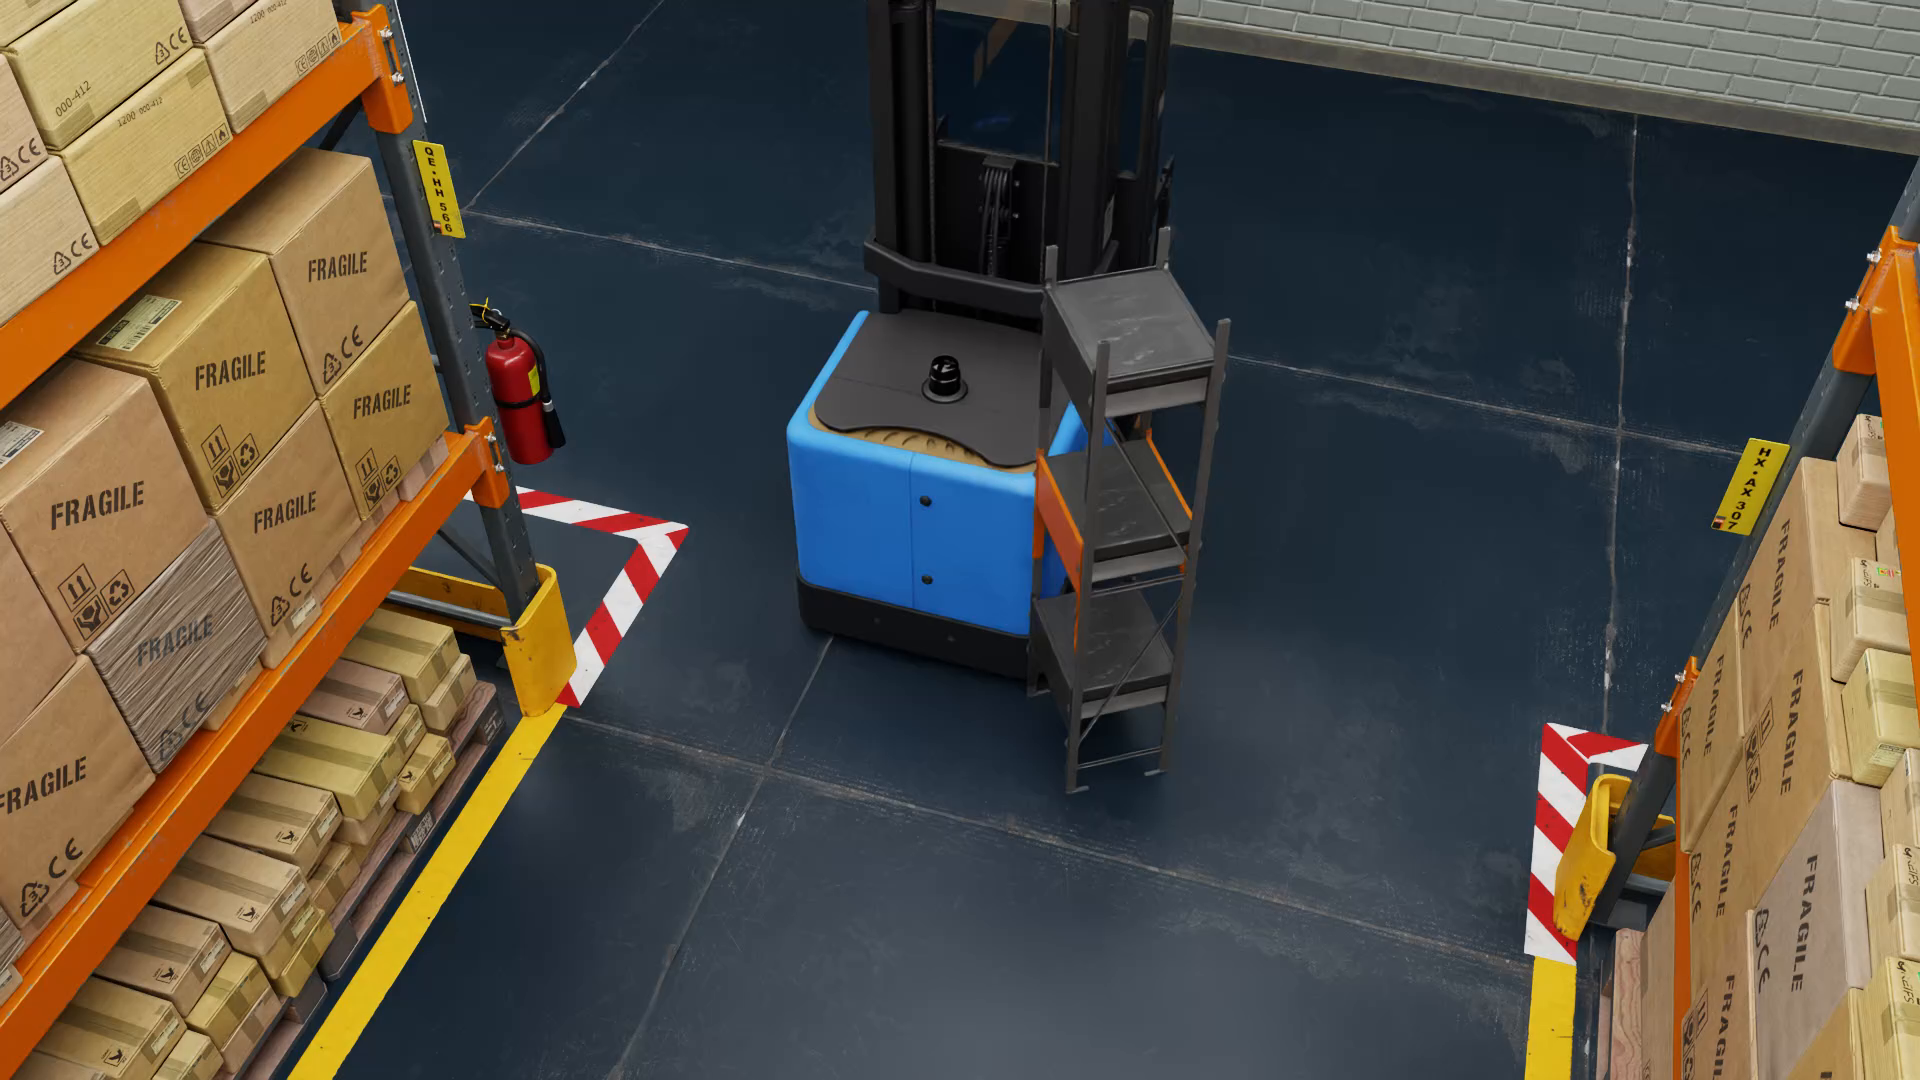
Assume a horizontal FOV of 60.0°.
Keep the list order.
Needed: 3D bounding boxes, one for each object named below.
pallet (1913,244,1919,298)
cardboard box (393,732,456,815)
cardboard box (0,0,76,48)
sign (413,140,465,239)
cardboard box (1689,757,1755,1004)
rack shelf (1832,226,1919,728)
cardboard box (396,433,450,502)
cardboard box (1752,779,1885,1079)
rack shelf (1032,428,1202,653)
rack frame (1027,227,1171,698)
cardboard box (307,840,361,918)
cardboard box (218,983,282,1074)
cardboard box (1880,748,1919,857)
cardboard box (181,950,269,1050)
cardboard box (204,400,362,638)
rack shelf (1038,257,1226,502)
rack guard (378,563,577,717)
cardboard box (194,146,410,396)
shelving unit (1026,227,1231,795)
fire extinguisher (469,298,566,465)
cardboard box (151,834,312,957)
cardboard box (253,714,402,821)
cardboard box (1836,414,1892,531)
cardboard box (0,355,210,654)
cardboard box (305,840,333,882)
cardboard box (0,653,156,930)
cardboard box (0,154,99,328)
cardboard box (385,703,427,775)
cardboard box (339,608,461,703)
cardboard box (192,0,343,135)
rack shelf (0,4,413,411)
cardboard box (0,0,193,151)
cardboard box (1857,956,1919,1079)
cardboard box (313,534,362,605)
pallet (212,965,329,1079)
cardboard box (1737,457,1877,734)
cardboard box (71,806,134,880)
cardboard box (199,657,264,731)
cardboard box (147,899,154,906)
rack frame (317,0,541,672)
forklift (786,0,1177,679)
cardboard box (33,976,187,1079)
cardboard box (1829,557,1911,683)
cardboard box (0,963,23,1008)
[{"bbox_3d":[2.436,-0.225,3.153,1.003,0.211,1.213,13,46,13],"label":"pallet"},{"bbox_3d":[-2.040,0.795,5.930,0.380,0.149,0.250,14,46,14],"label":"cardboard box"},{"bbox_3d":[-2.140,-1.204,3.555,0.380,0.149,0.250,13,46,13],"label":"cardboard box"},{"bbox_3d":[-1.575,-1.058,5.032,0.100,0.325,0.005,13,46,13],"label":"sign"},{"bbox_3d":[2.105,0.885,4.028,0.500,0.500,0.500,12,46,12],"label":"cardboard box"},{"bbox_3d":[2.045,0.837,2.519,1.077,0.370,4.000,13,46,13],"label":"rack shelf"},{"bbox_3d":[-1.927,-0.295,5.486,0.380,0.149,0.250,13,46,13],"label":"cardboard box"},{"bbox_3d":[1.935,0.876,3.323,0.500,0.500,0.500,12,46,12],"label":"cardboard box"},{"bbox_3d":[0.521,0.000,5.667,0.431,0.518,0.480,-11,45,-11],"label":"rack shelf"},{"bbox_3d":[0.456,-0.174,5.826,0.400,2.100,0.015,-11,45,-11],"label":"rack frame"},{"bbox_3d":[-2.264,1.120,5.598,0.380,0.149,0.250,13,46,13],"label":"cardboard box"},{"bbox_3d":[-2.384,1.481,5.229,0.380,0.149,0.250,13,46,13],"label":"cardboard box"},{"bbox_3d":[1.988,0.576,3.165,0.380,0.149,0.250,13,46,13],"label":"cardboard box"},{"bbox_3d":[-2.381,1.374,5.125,0.380,0.149,0.250,15,46,15],"label":"cardboard box"},{"bbox_3d":[-2.149,-0.108,4.830,0.500,0.500,0.500,12,46,12],"label":"cardboard box"},{"bbox_3d":[0.521,-0.501,5.178,0.431,0.518,0.480,-11,45,-11],"label":"rack shelf"},{"bbox_3d":[-2.121,0.282,6.503,1.175,0.500,0.348,13,46,13],"label":"rack guard"},{"bbox_3d":[-1.999,-0.804,4.827,0.500,0.500,0.500,12,46,12],"label":"cardboard box"},{"bbox_3d":[0.521,-0.010,5.657,0.431,2.100,0.503,-11,45,-11],"label":"shelving unit"},{"bbox_3d":[-1.582,-0.571,5.910,0.296,0.674,0.183,13,46,13],"label":"fire extinguisher"},{"bbox_3d":[-2.272,1.106,5.187,0.380,0.149,0.250,14,46,14],"label":"cardboard box"},{"bbox_3d":[-2.105,0.755,5.545,0.380,0.149,0.250,12,46,12],"label":"cardboard box"},{"bbox_3d":[2.279,-0.128,3.885,0.380,0.149,0.250,13,46,13],"label":"cardboard box"},{"bbox_3d":[-2.302,-0.118,4.125,0.500,0.500,0.500,15,46,15],"label":"cardboard box"},{"bbox_3d":[-2.321,1.017,5.491,0.380,0.149,0.250,12,46,12],"label":"cardboard box"},{"bbox_3d":[-2.455,0.562,4.146,0.500,0.500,0.500,15,46,15],"label":"cardboard box"},{"bbox_3d":[-2.294,-0.652,3.633,0.500,0.250,0.500,14,46,14],"label":"cardboard box"},{"bbox_3d":[-2.116,0.675,5.839,0.380,0.149,0.250,12,46,12],"label":"cardboard box"},{"bbox_3d":[-2.016,0.401,5.908,0.380,0.149,0.250,13,46,13],"label":"cardboard box"},{"bbox_3d":[-1.983,-1.321,4.317,0.500,0.250,0.500,12,46,12],"label":"cardboard box"},{"bbox_3d":[-2.703,-0.144,3.521,1.077,0.370,4.000,13,46,13],"label":"rack shelf"},{"bbox_3d":[-2.148,-1.157,3.792,0.500,0.250,0.500,11,46,11],"label":"cardboard box"},{"bbox_3d":[1.769,0.897,2.838,0.380,0.149,0.250,12,46,12],"label":"cardboard box"},{"bbox_3d":[-2.100,0.033,5.150,0.380,0.149,0.250,12,46,12],"label":"cardboard box"},{"bbox_3d":[-2.772,1.730,5.230,1.003,0.211,1.213,13,46,13],"label":"pallet"},{"bbox_3d":[2.234,0.185,4.028,0.500,0.500,0.500,12,46,12],"label":"cardboard box"},{"bbox_3d":[-2.466,0.725,4.443,0.380,0.149,0.250,13,46,13],"label":"cardboard box"},{"bbox_3d":[-2.263,0.377,4.798,0.380,0.149,0.250,11,45,11],"label":"cardboard box"},{"bbox_3d":[-2.798,1.093,5.413,0.380,0.149,0.250,11,45,11],"label":"cardboard box"},{"bbox_3d":[-2.098,-0.662,5.681,1.000,3.000,0.127,13,46,13],"label":"rack frame"},{"bbox_3d":[0.299,-1.553,6.641,1.130,2.935,3.031,13,46,13],"label":"forklift"},{"bbox_3d":[-2.510,1.438,4.847,0.380,0.149,0.250,13,46,13],"label":"cardboard box"},{"bbox_3d":[2.080,0.211,3.539,0.380,0.149,0.250,14,46,14],"label":"cardboard box"},{"bbox_3d":[-2.559,1.086,4.074,0.380,0.149,0.250,14,46,14],"label":"cardboard box"}]
